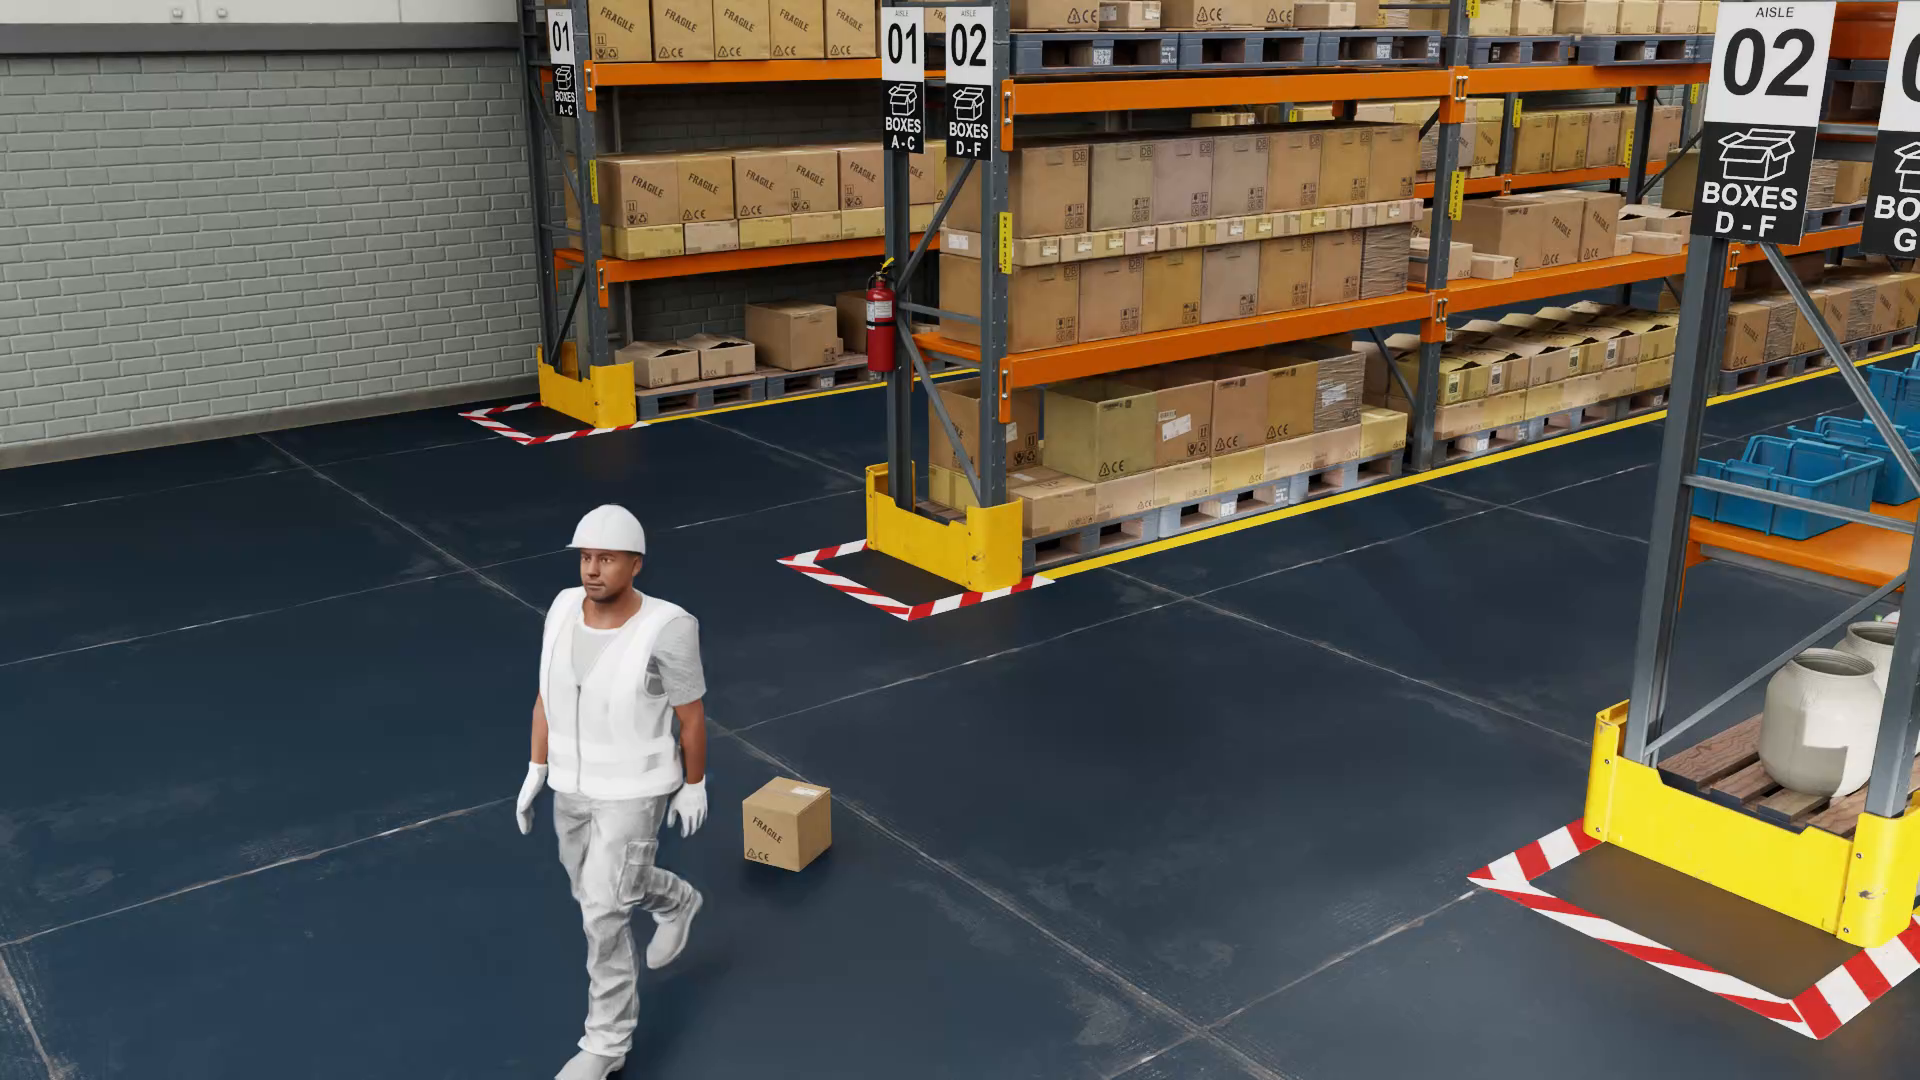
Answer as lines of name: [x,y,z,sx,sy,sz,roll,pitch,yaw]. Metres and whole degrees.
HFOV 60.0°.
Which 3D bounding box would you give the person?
person: [-1.061,0.740,5.155,0.540,1.750,0.930,10,20,28]
